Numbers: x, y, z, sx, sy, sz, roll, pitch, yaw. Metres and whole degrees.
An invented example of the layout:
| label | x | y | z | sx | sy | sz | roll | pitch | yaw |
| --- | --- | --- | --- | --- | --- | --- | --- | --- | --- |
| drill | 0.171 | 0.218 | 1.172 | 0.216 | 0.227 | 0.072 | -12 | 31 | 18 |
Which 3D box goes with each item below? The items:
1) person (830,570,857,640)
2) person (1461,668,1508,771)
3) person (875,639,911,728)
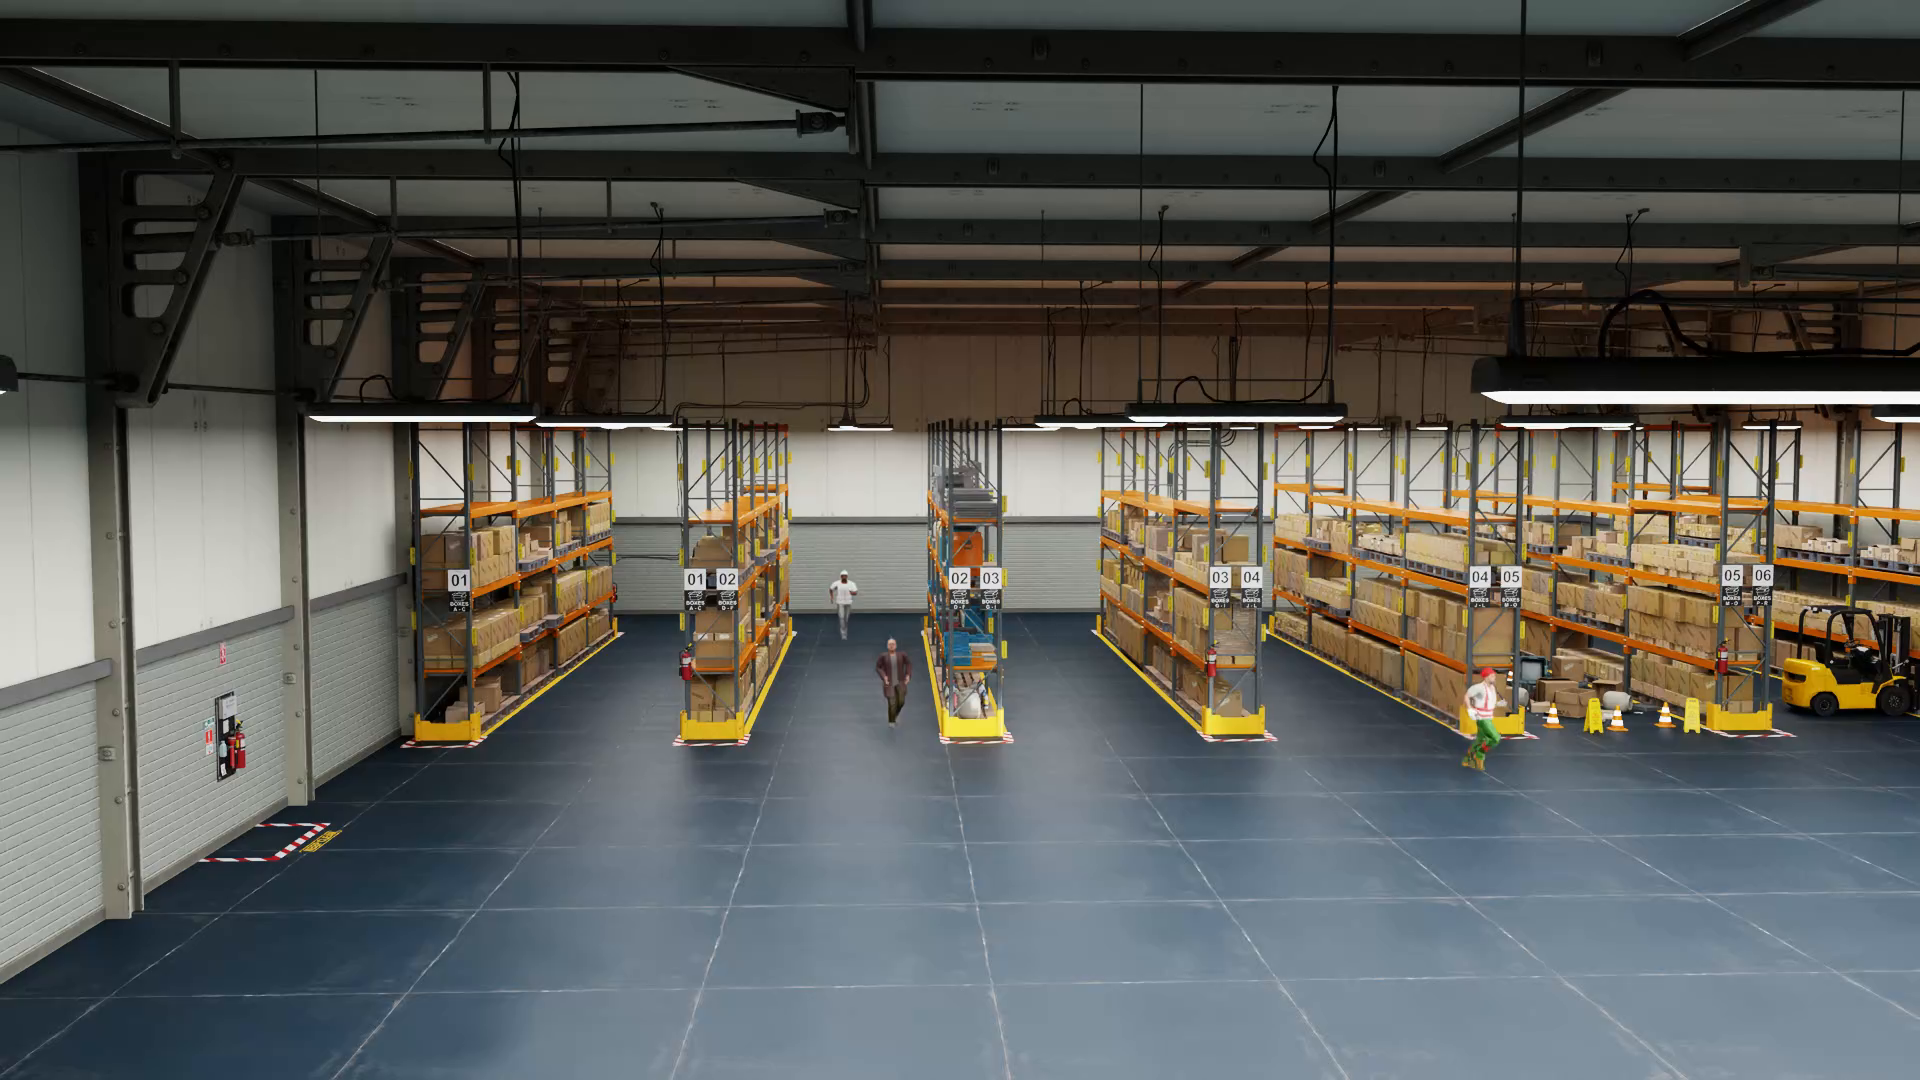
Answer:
| label | x | y | z | sx | sy | sz | roll | pitch | yaw |
| --- | --- | --- | --- | --- | --- | --- | --- | --- | --- |
| person | -3.064 | 1.700 | 44.118 | 0.693 | 1.788 | 0.882 | -1 | 4 | -16 |
| person | 8.876 | 3.031 | 28.144 | 0.735 | 1.750 | 0.647 | 3 | 5 | 39 |
| person | -1.277 | 2.792 | 32.233 | 0.721 | 1.738 | 0.578 | -1 | 4 | -9 |
